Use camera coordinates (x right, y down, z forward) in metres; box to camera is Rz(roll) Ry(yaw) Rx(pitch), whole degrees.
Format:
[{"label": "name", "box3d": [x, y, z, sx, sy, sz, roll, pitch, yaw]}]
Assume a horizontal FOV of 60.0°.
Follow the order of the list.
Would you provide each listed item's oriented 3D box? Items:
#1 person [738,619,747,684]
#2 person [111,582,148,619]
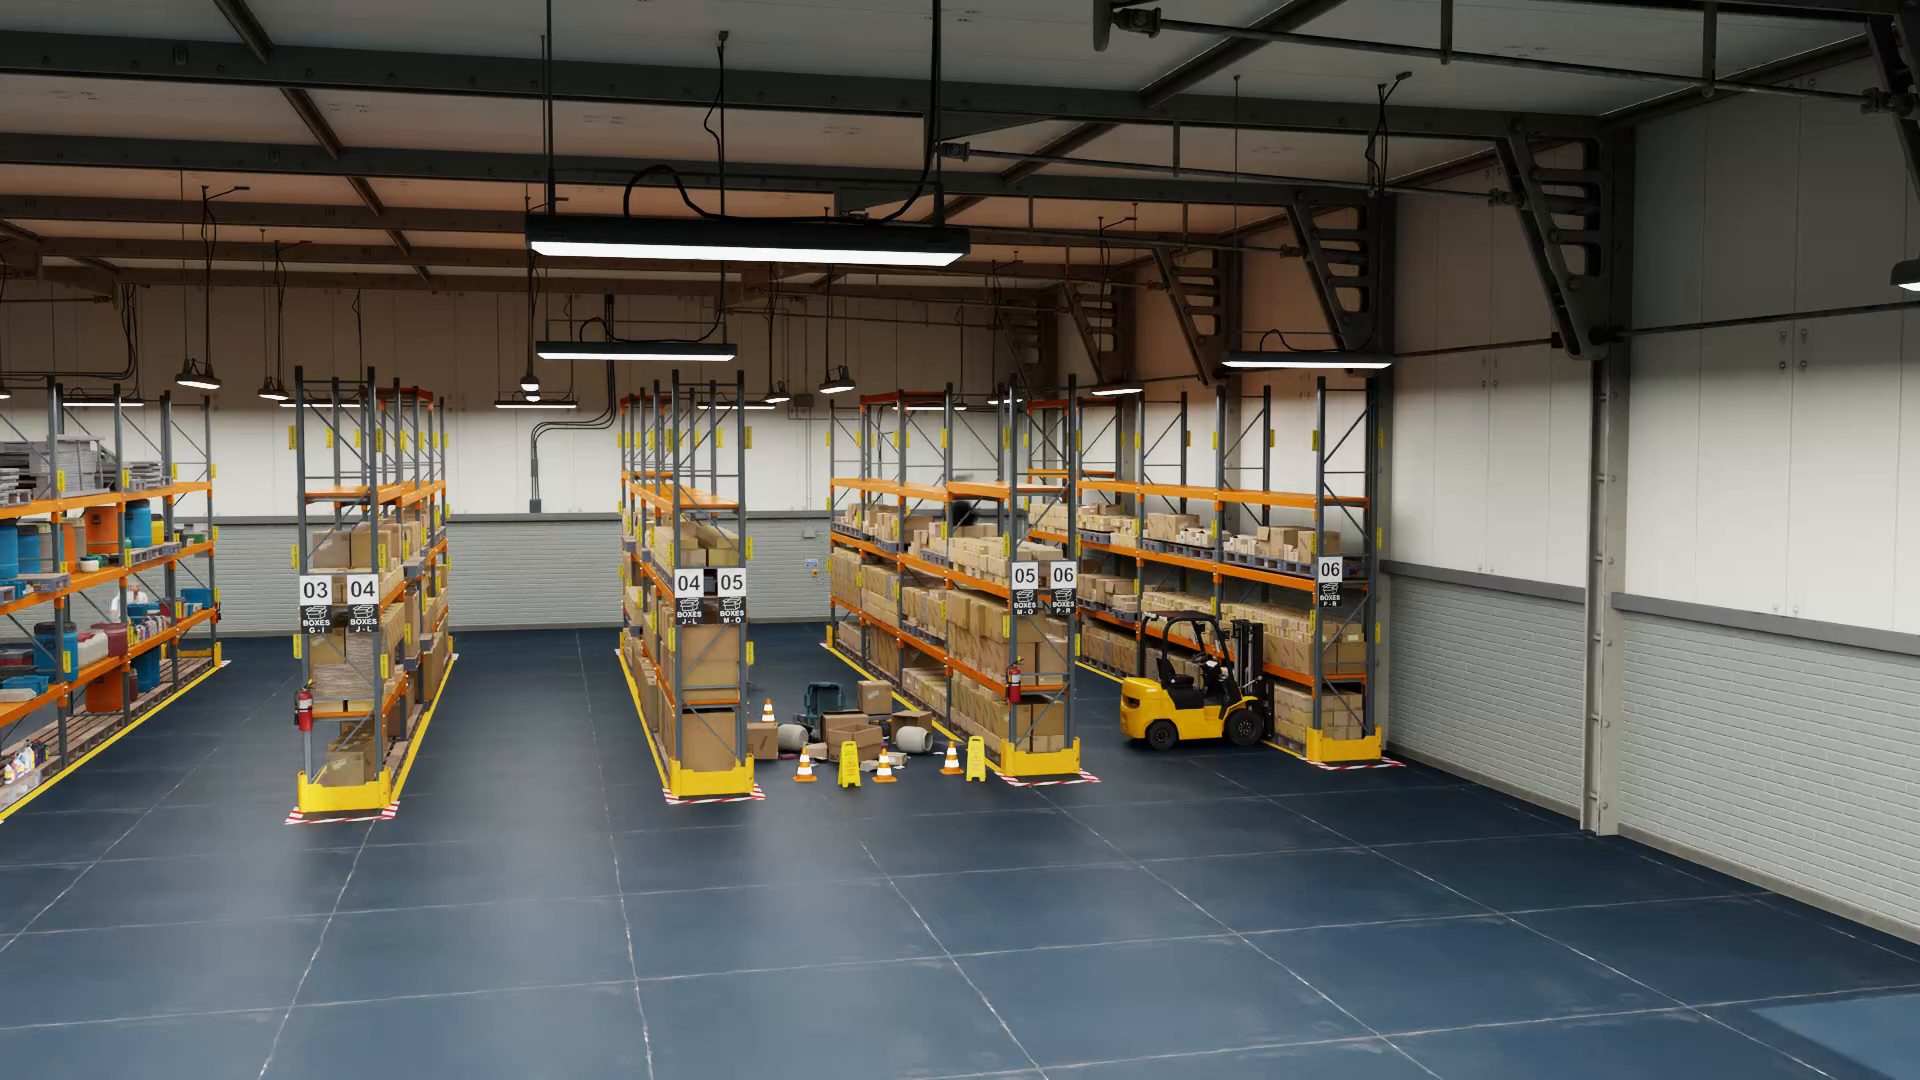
[{"label": "person", "box3d": [-4.681, 2.146, 34.241, 0.646, 1.688, 0.863, 0, 3, 2]}, {"label": "person", "box3d": [-19.522, 1.844, 39.009, 0.758, 1.730, 0.829, 2, 4, 26]}]
